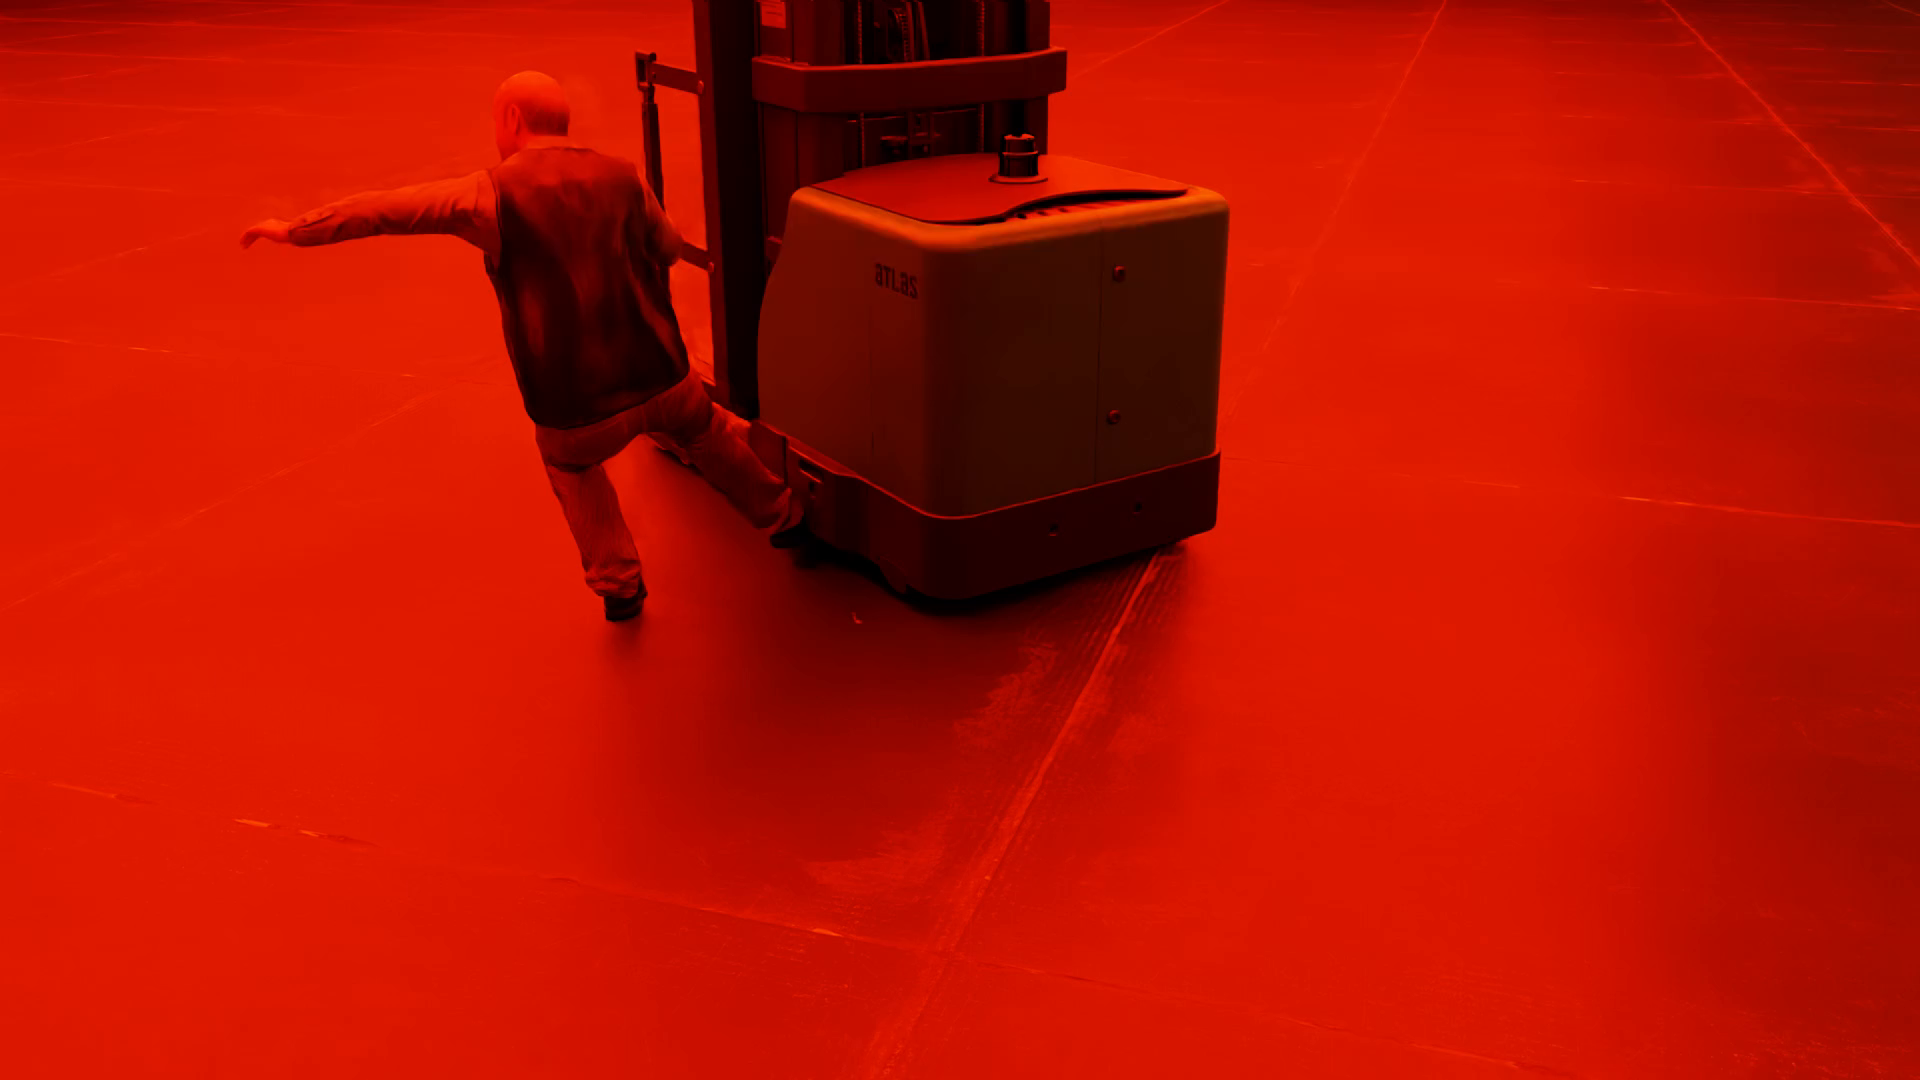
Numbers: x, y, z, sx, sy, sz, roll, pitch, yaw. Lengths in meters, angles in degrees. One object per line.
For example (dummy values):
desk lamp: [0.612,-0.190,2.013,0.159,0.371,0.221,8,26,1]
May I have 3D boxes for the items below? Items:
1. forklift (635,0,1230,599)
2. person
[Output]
forklift: [-0.459,-1.700,5.398,1.130,2.935,3.031,-14,26,-31]
person: [-1.007,-0.508,4.453,1.523,1.455,0.785,-15,27,-33]
